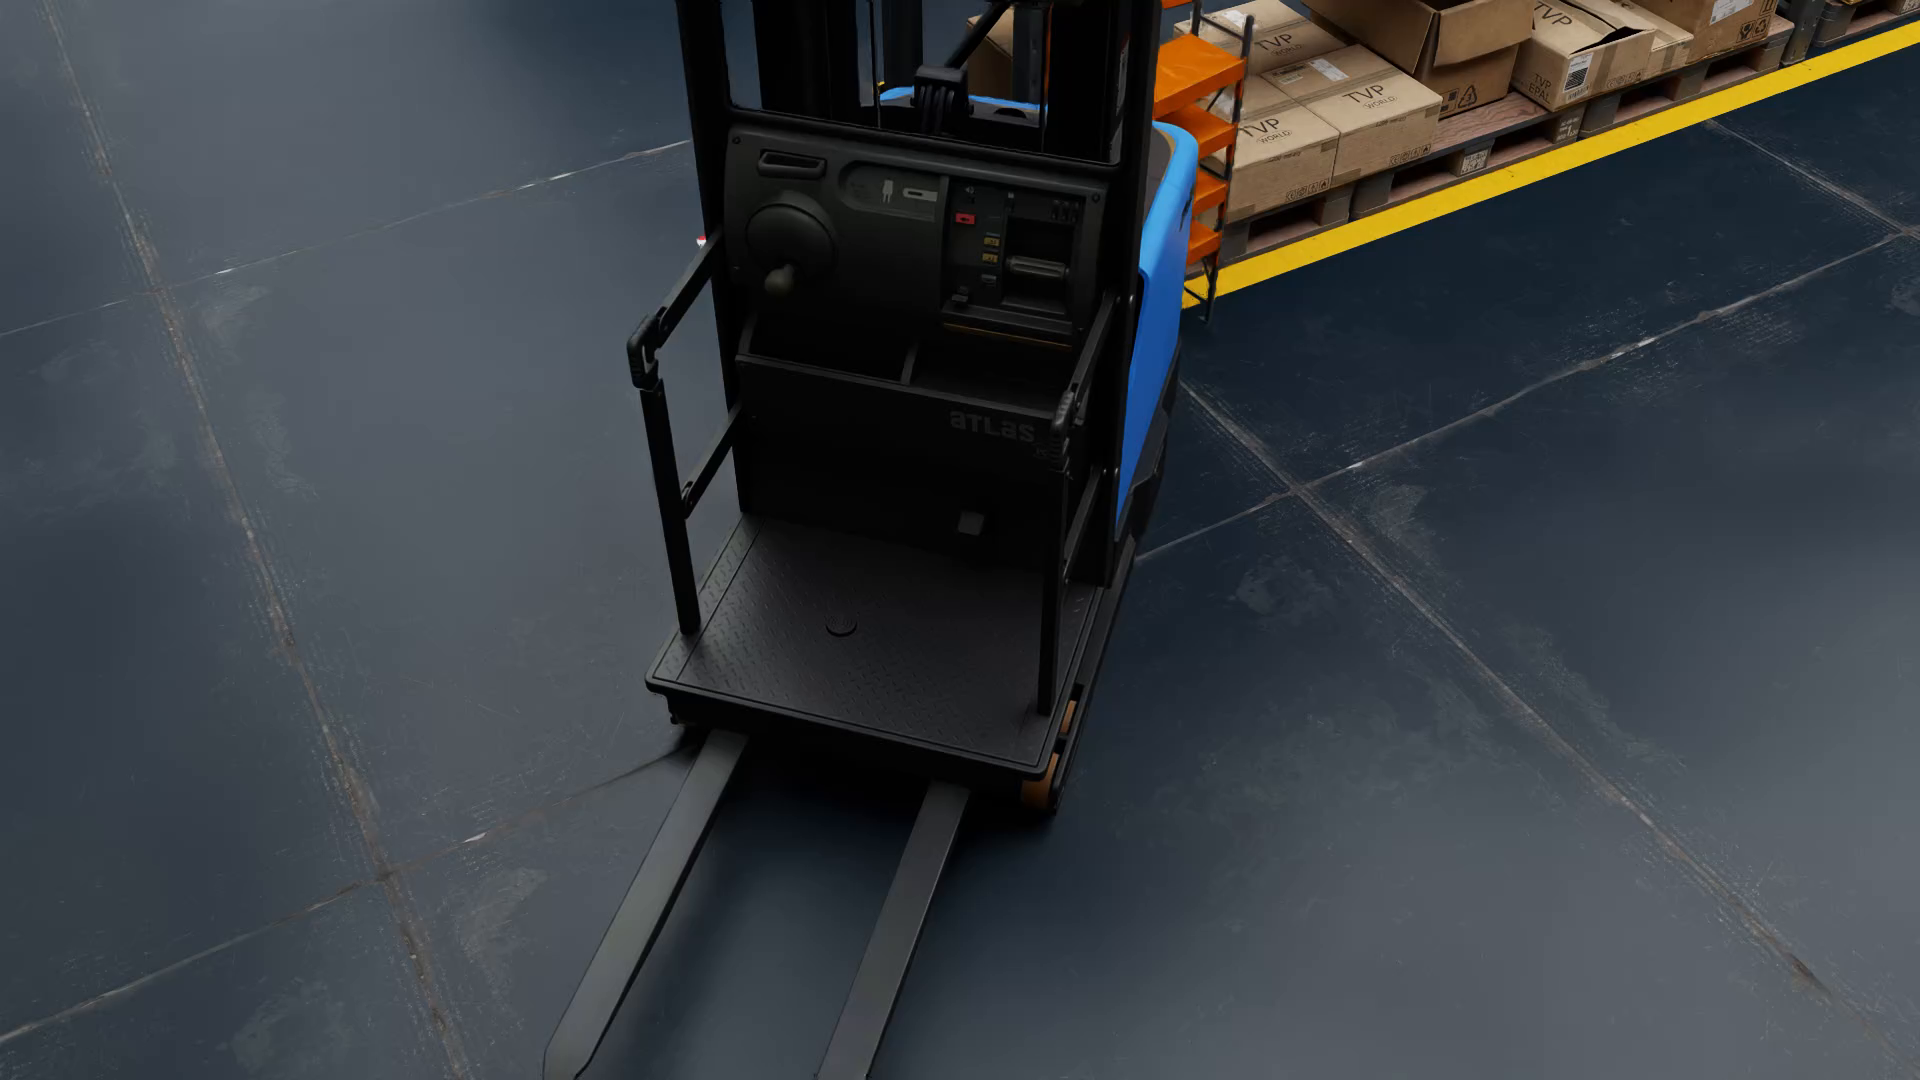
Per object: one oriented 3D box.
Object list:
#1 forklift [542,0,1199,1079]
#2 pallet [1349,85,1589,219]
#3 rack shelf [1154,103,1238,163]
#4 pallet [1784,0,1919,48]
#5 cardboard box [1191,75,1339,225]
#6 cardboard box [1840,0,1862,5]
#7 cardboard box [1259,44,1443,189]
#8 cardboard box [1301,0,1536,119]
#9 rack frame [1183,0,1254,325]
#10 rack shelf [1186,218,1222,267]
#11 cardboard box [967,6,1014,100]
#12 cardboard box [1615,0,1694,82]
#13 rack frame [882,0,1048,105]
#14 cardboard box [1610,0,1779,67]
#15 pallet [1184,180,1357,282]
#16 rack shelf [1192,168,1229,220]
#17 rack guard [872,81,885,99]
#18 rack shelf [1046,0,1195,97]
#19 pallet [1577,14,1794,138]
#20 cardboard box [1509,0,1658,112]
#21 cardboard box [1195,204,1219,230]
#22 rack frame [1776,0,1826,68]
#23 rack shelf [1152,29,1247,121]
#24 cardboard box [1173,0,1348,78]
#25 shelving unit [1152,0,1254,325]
[{"bbox_3d":[-0.178,-0.636,3.801,1.130,2.935,3.031,12,45,12],"label":"forklift"},{"bbox_3d":[1.829,-1.841,6.995,1.213,0.211,1.003,-22,48,-21],"label":"pallet"},{"bbox_3d":[0.651,-1.277,5.477,0.480,0.148,0.258,-31,53,-28],"label":"rack shelf"},{"bbox_3d":[4.171,-2.809,7.993,1.213,0.211,1.003,-22,48,-21],"label":"pallet"},{"bbox_3d":[1.062,-1.479,6.279,0.500,0.250,0.500,-22,48,-21],"label":"cardboard box"},{"bbox_3d":[4.025,-2.787,7.447,0.500,0.500,0.500,-24,49,-23],"label":"cardboard box"},{"bbox_3d":[1.496,-1.653,6.458,0.500,0.250,0.500,-22,48,-21],"label":"cardboard box"},{"bbox_3d":[1.858,-2.112,6.749,0.637,0.503,0.797,-22,48,-21],"label":"cardboard box"},{"bbox_3d":[0.836,-1.276,5.701,0.015,1.200,0.240,-31,53,-28],"label":"rack frame"},{"bbox_3d":[0.648,-0.977,5.774,0.480,0.148,0.258,-31,53,-28],"label":"rack shelf"},{"bbox_3d":[0.365,-1.716,6.343,0.500,0.500,0.500,-22,48,-21],"label":"cardboard box"},{"bbox_3d":[2.836,-2.105,6.996,0.250,0.149,0.380,-22,48,-21],"label":"cardboard box"},{"bbox_3d":[0.016,-2.117,5.278,0.127,3.000,1.000,-22,48,-21],"label":"rack frame"},{"bbox_3d":[3.132,-2.397,7.045,0.500,0.500,0.500,-22,48,-21],"label":"cardboard box"},{"bbox_3d":[0.773,-1.420,6.562,1.213,0.211,1.003,-22,48,-21],"label":"pallet"},{"bbox_3d":[0.650,-1.118,5.635,0.480,0.148,0.258,-31,53,-28],"label":"rack shelf"},{"bbox_3d":[0.082,-1.247,6.176,0.348,0.500,1.175,-22,48,-21],"label":"rack guard"},{"bbox_3d":[1.750,-2.553,6.243,4.000,0.370,1.077,-22,48,-21],"label":"rack shelf"},{"bbox_3d":[2.888,-2.267,7.434,1.213,0.211,1.003,-22,48,-21],"label":"pallet"},{"bbox_3d":[2.481,-2.069,6.843,0.500,0.311,0.500,-22,48,-21],"label":"cardboard box"},{"bbox_3d":[0.767,-1.283,6.137,0.250,0.166,0.380,-22,48,-21],"label":"cardboard box"},{"bbox_3d":[3.484,-3.505,6.708,0.127,3.000,1.000,-22,48,-21],"label":"rack frame"},{"bbox_3d":[0.653,-1.445,5.311,0.480,0.148,0.258,-31,53,-28],"label":"rack shelf"},{"bbox_3d":[1.203,-1.937,6.751,0.500,0.250,0.500,-22,48,-21],"label":"cardboard box"},{"bbox_3d":[0.650,-1.166,5.587,0.503,1.200,0.258,-31,53,-28],"label":"shelving unit"}]
